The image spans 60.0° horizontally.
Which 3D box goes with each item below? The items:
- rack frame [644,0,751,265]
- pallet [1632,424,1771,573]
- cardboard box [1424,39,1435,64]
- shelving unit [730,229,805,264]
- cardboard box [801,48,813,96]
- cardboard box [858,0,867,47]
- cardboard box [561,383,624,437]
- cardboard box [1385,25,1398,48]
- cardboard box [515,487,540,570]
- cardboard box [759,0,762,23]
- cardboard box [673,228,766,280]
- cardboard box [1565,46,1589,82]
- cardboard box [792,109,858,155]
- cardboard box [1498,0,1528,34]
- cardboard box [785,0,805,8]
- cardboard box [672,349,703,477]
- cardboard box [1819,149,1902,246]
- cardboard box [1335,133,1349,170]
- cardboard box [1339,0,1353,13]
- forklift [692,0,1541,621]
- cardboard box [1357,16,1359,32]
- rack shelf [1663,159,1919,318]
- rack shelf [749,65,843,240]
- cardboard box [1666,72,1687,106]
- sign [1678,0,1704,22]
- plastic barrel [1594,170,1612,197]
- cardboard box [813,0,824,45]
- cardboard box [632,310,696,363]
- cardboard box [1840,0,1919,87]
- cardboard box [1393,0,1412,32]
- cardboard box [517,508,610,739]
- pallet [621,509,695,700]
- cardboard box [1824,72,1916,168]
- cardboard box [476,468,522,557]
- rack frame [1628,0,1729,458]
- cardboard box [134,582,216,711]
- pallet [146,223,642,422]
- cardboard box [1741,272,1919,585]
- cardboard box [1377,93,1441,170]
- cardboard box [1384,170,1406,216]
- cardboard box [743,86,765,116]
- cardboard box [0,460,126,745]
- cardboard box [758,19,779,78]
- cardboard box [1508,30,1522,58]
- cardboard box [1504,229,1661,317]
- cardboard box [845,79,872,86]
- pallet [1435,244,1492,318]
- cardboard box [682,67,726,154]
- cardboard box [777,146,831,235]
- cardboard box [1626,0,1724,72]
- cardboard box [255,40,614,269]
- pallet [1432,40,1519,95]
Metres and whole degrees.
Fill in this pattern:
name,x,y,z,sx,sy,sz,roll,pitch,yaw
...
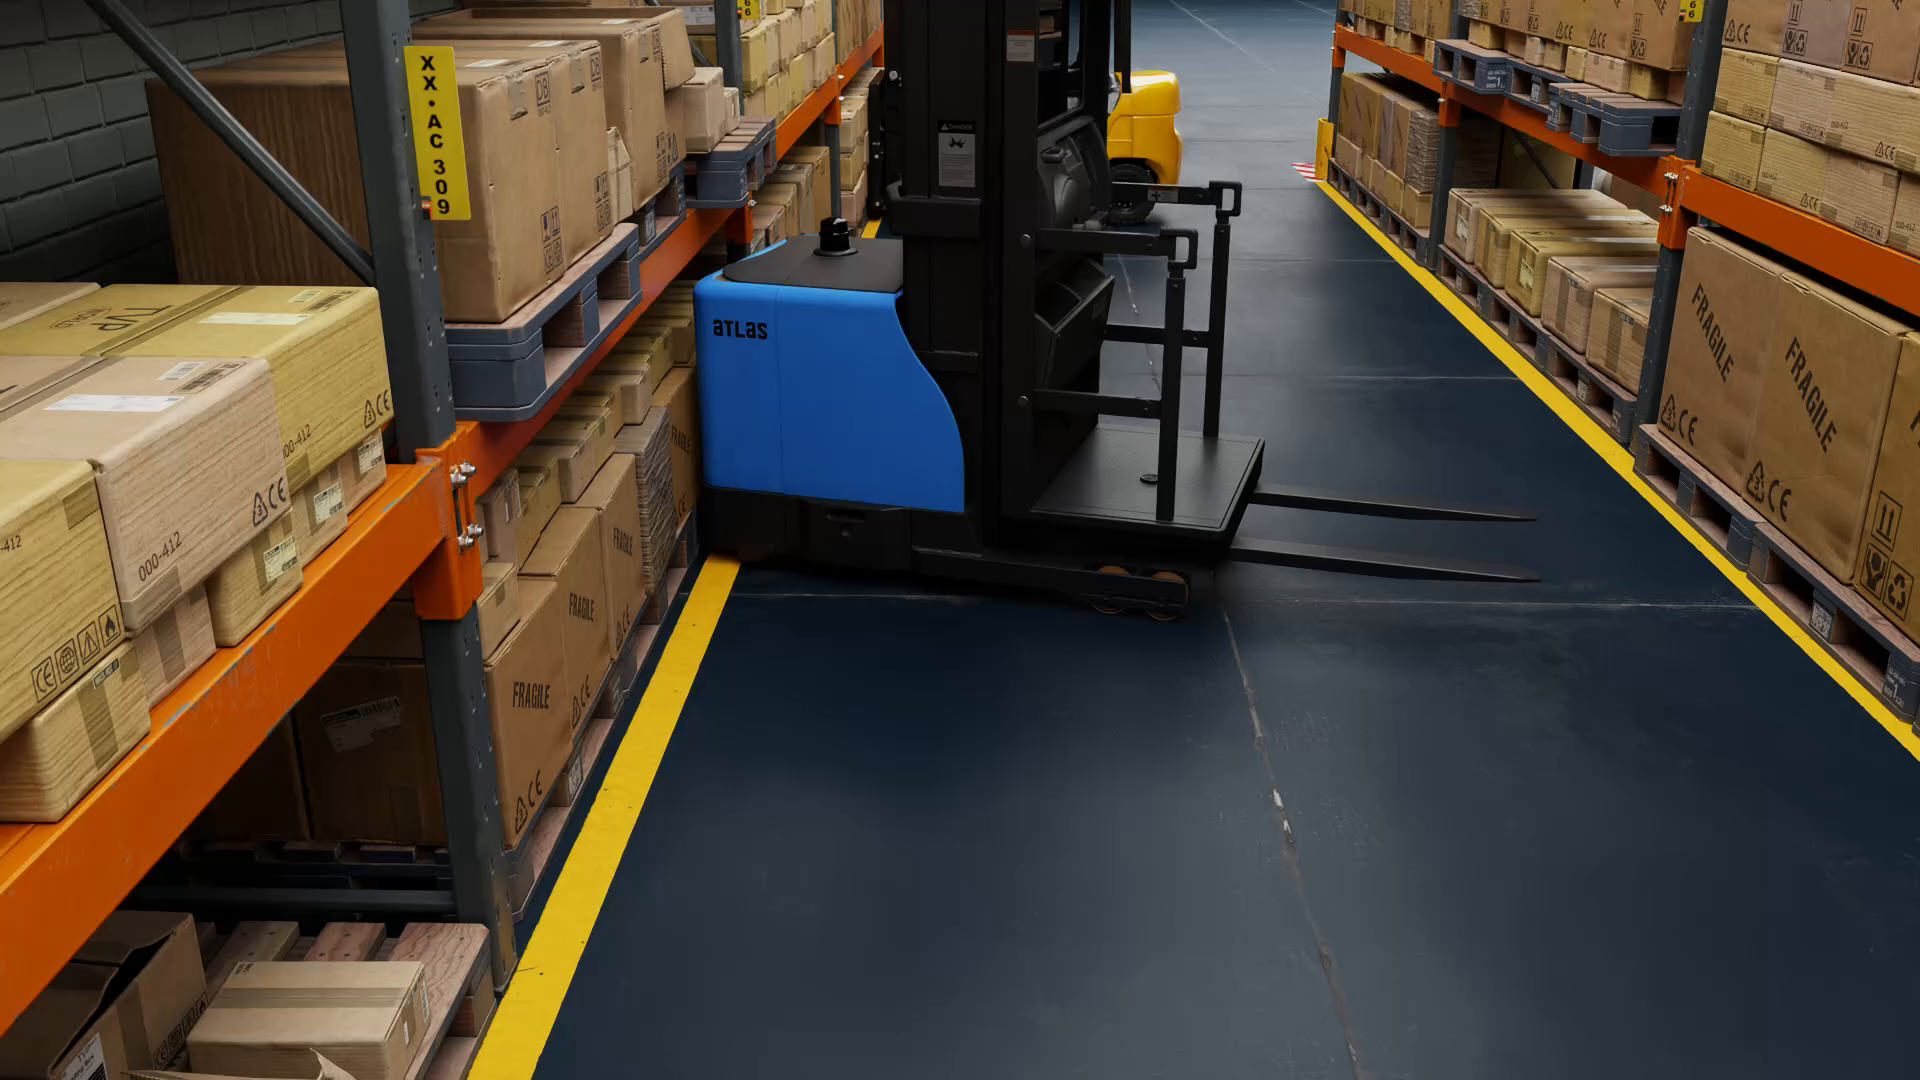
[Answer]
name,x,y,z,sx,sy,sz,roll,pitch,yaw
rack frame,-1.426,-1.823,7.081,1.000,3.000,0.127,1,21,2
pallet,3.437,-0.186,6.716,1.003,0.211,1.213,1,21,2
cardboard box,3.363,-3.309,11.258,0.380,0.149,0.250,1,21,3
shelving unit,-0.794,-0.766,7.053,0.215,1.050,0.252,12,24,28
cardboard box,-1.113,-2.653,9.428,0.500,0.250,0.500,1,21,2
cardboard box,-0.979,-4.027,12.622,0.500,0.500,0.500,1,21,2
cardboard box,-1.314,-0.407,5.410,0.380,0.149,0.250,1,21,2
cardboard box,3.399,-3.772,12.450,0.380,0.149,0.250,1,21,2
cardboard box,-1.343,-0.030,4.439,0.380,0.149,0.250,0,21,-1
cardboard box,-1.133,-2.474,7.723,0.380,0.149,0.250,1,21,3
cardboard box,-1.393,-1.137,8.016,0.875,0.625,0.625,1,21,3
cardboard box,3.219,-2.350,8.205,0.380,0.149,0.250,1,21,3
cardboard box,-0.976,-2.821,11.491,0.500,0.250,0.500,0,21,1
cardboard box,3.313,-3.071,9.168,0.500,0.500,0.500,1,21,1
cardboard box,-1.032,-2.934,8.908,0.380,0.149,0.250,0,21,0
cardboard box,-1.249,-0.518,6.591,0.500,0.500,0.500,0,21,1
cardboard box,3.250,-1.150,5.554,0.500,0.250,0.500,1,21,3
cardboard box,3.478,-3.288,14.076,0.500,0.250,0.500,0,21,1
cardboard box,3.488,-4.680,13.893,0.500,0.500,0.500,0,21,1
forklift,0.595,-1.300,5.828,3.031,2.935,1.130,6,22,16
cardboard box,3.479,-4.238,13.653,0.380,0.149,0.250,0,21,0
rack shelf,3.475,-0.711,5.210,1.077,0.370,4.000,1,21,2
rack shelf,-1.365,-2.211,9.075,1.077,0.370,4.000,1,21,2
cardboard box,3.311,-1.970,7.226,0.380,0.149,0.250,1,21,4
sign,2.993,-2.275,6.755,0.100,0.325,0.005,1,21,2
plastic barrel,5.230,-2.698,12.897,0.512,0.421,0.421,18,27,38
cardboard box,-1.072,-3.066,9.801,0.500,0.250,0.500,0,21,0
cardboard box,-1.217,-0.781,6.373,0.380,0.149,0.250,0,21,0
cardboard box,3.240,-1.741,5.348,0.500,0.500,0.500,1,21,3
cardboard box,3.442,-3.939,11.984,0.500,0.500,0.500,1,21,3
cardboard box,-1.301,0.228,4.671,0.500,0.500,0.500,0,21,1
pallet,-1.526,0.186,5.757,1.003,0.211,1.213,1,21,2
cardboard box,3.229,-1.386,5.470,0.500,0.250,0.500,1,21,1
cardboard box,-1.311,-0.070,4.129,0.380,0.149,0.250,0,21,-1
rack frame,3.536,-1.770,6.944,1.000,3.000,0.127,1,21,2
cardboard box,-1.310,0.141,2.365,0.380,0.149,0.250,1,21,3
pallet,-1.414,-0.575,4.130,1.003,0.211,1.213,1,21,2
cardboard box,3.400,-0.404,5.780,0.875,0.875,0.875,1,21,2
cardboard box,3.435,-3.065,12.466,0.500,0.500,0.500,2,21,4
cardboard box,3.413,-2.539,12.148,0.500,0.250,0.500,0,21,0
cardboard box,-1.168,-1.911,7.515,0.500,0.250,0.500,1,21,2
cardboard box,-1.348,0.103,1.914,0.500,0.250,0.500,0,21,1
cardboard box,-1.152,-2.325,7.891,0.500,0.250,0.500,1,21,3
cardboard box,3.327,-2.812,9.398,0.380,0.149,0.250,1,21,2
cardboard box,3.606,-1.486,9.264,0.950,0.372,0.625,1,21,3
cardboard box,-0.900,-3.559,13.392,0.500,0.250,0.500,1,21,2
pallet,3.635,-1.635,10.450,1.003,0.211,1.213,1,21,2
cardboard box,-1.134,-1.564,6.040,0.500,0.250,0.500,0,21,-1
cardboard box,-1.309,-2.169,10.676,0.875,0.625,0.625,2,21,4
cardboard box,3.272,-2.318,7.228,0.500,0.500,0.500,0,21,0
cardboard box,-1.293,-0.979,4.187,0.700,0.500,0.500,1,21,2
pallet,3.489,-2.852,9.998,1.003,0.211,1.213,1,21,2
